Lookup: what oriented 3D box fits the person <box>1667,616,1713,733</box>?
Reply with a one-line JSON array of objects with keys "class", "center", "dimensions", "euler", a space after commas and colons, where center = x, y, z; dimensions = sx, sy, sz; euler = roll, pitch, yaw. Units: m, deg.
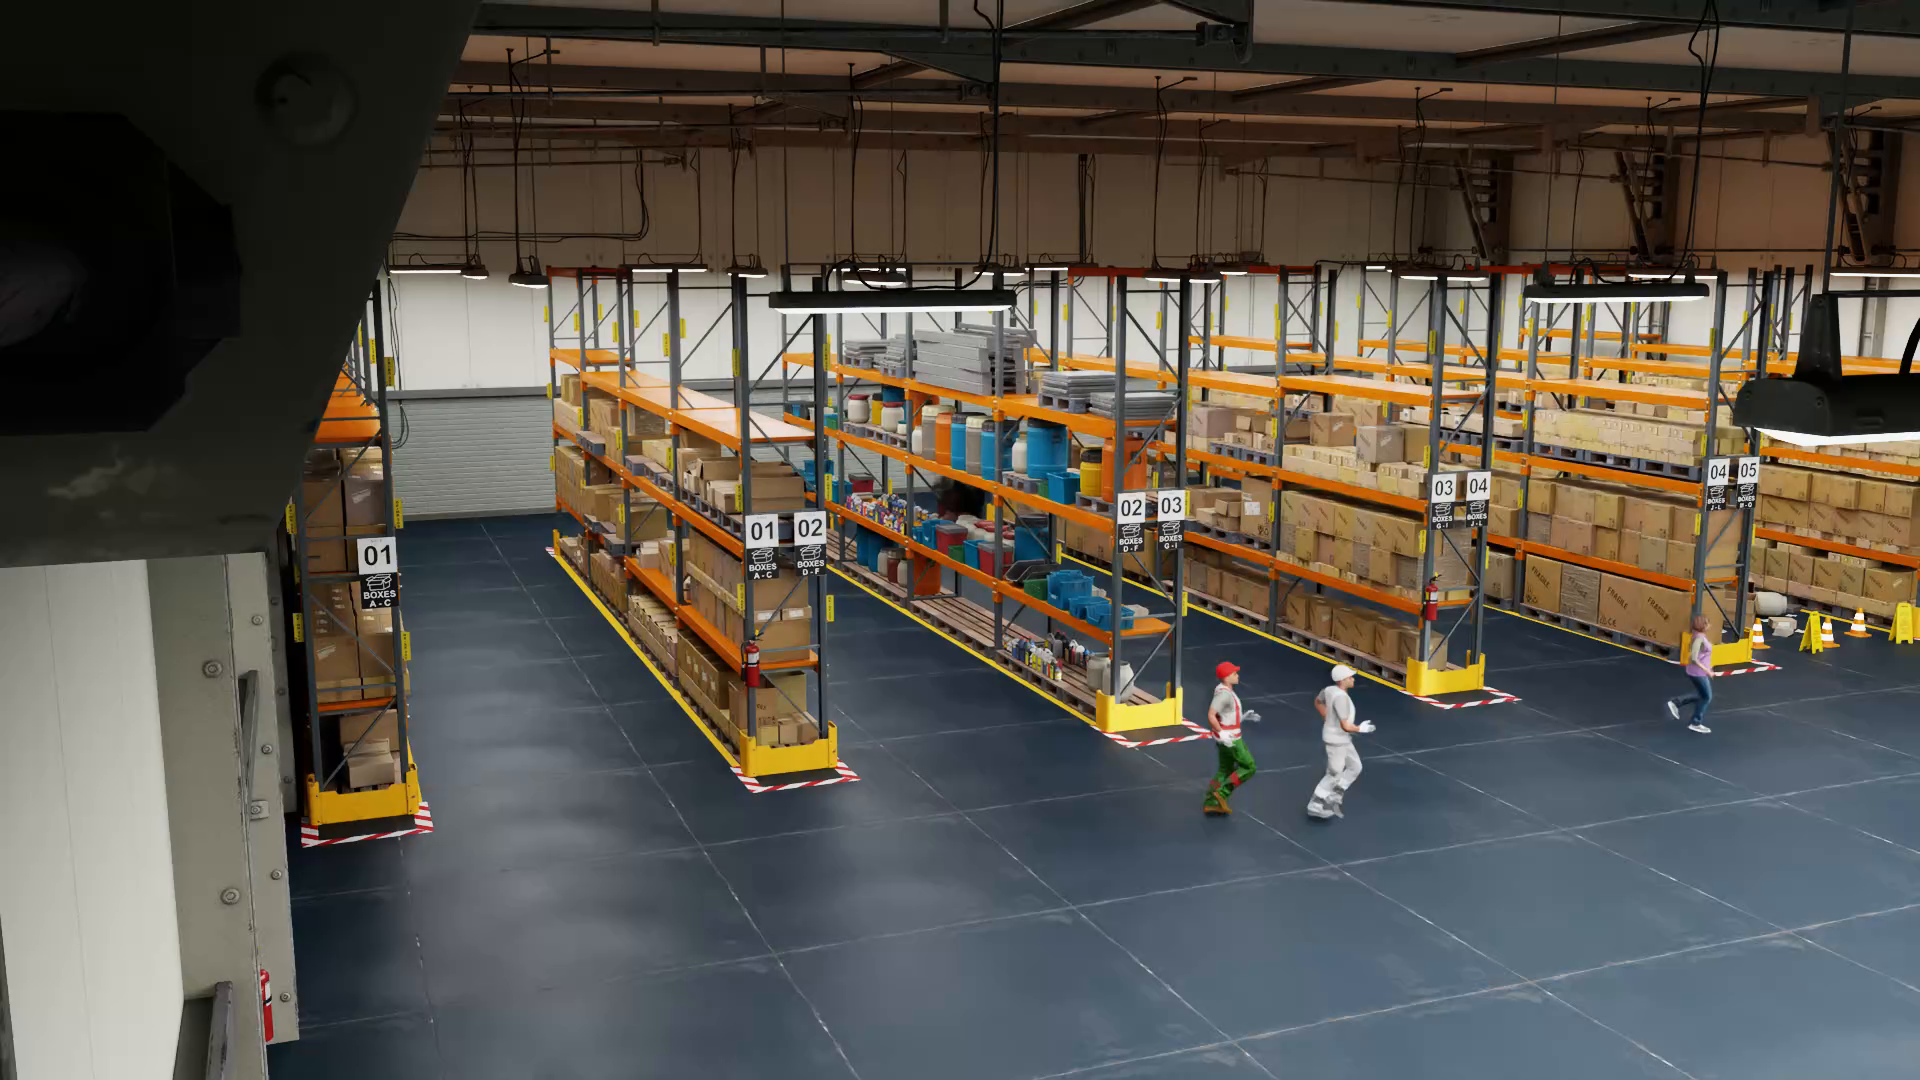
[{"class": "person", "center": [9.720, 1.770, 22.079], "dimensions": [0.557, 1.571, 0.540], "euler": [3, 10, 19]}]

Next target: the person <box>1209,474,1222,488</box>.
[{"class": "person", "center": [6.534, -1.732, 41.836], "dimensions": [0.549, 1.666, 0.641], "euler": [-5, 11, -27]}]

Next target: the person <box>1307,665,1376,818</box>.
[{"class": "person", "center": [4.255, 2.274, 18.560], "dimensions": [0.710, 1.821, 0.690], "euler": [1, 10, 7]}]

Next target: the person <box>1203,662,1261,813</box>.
[{"class": "person", "center": [3.069, 2.227, 18.728], "dimensions": [0.642, 1.742, 0.649], "euler": [0, 10, 2]}]
